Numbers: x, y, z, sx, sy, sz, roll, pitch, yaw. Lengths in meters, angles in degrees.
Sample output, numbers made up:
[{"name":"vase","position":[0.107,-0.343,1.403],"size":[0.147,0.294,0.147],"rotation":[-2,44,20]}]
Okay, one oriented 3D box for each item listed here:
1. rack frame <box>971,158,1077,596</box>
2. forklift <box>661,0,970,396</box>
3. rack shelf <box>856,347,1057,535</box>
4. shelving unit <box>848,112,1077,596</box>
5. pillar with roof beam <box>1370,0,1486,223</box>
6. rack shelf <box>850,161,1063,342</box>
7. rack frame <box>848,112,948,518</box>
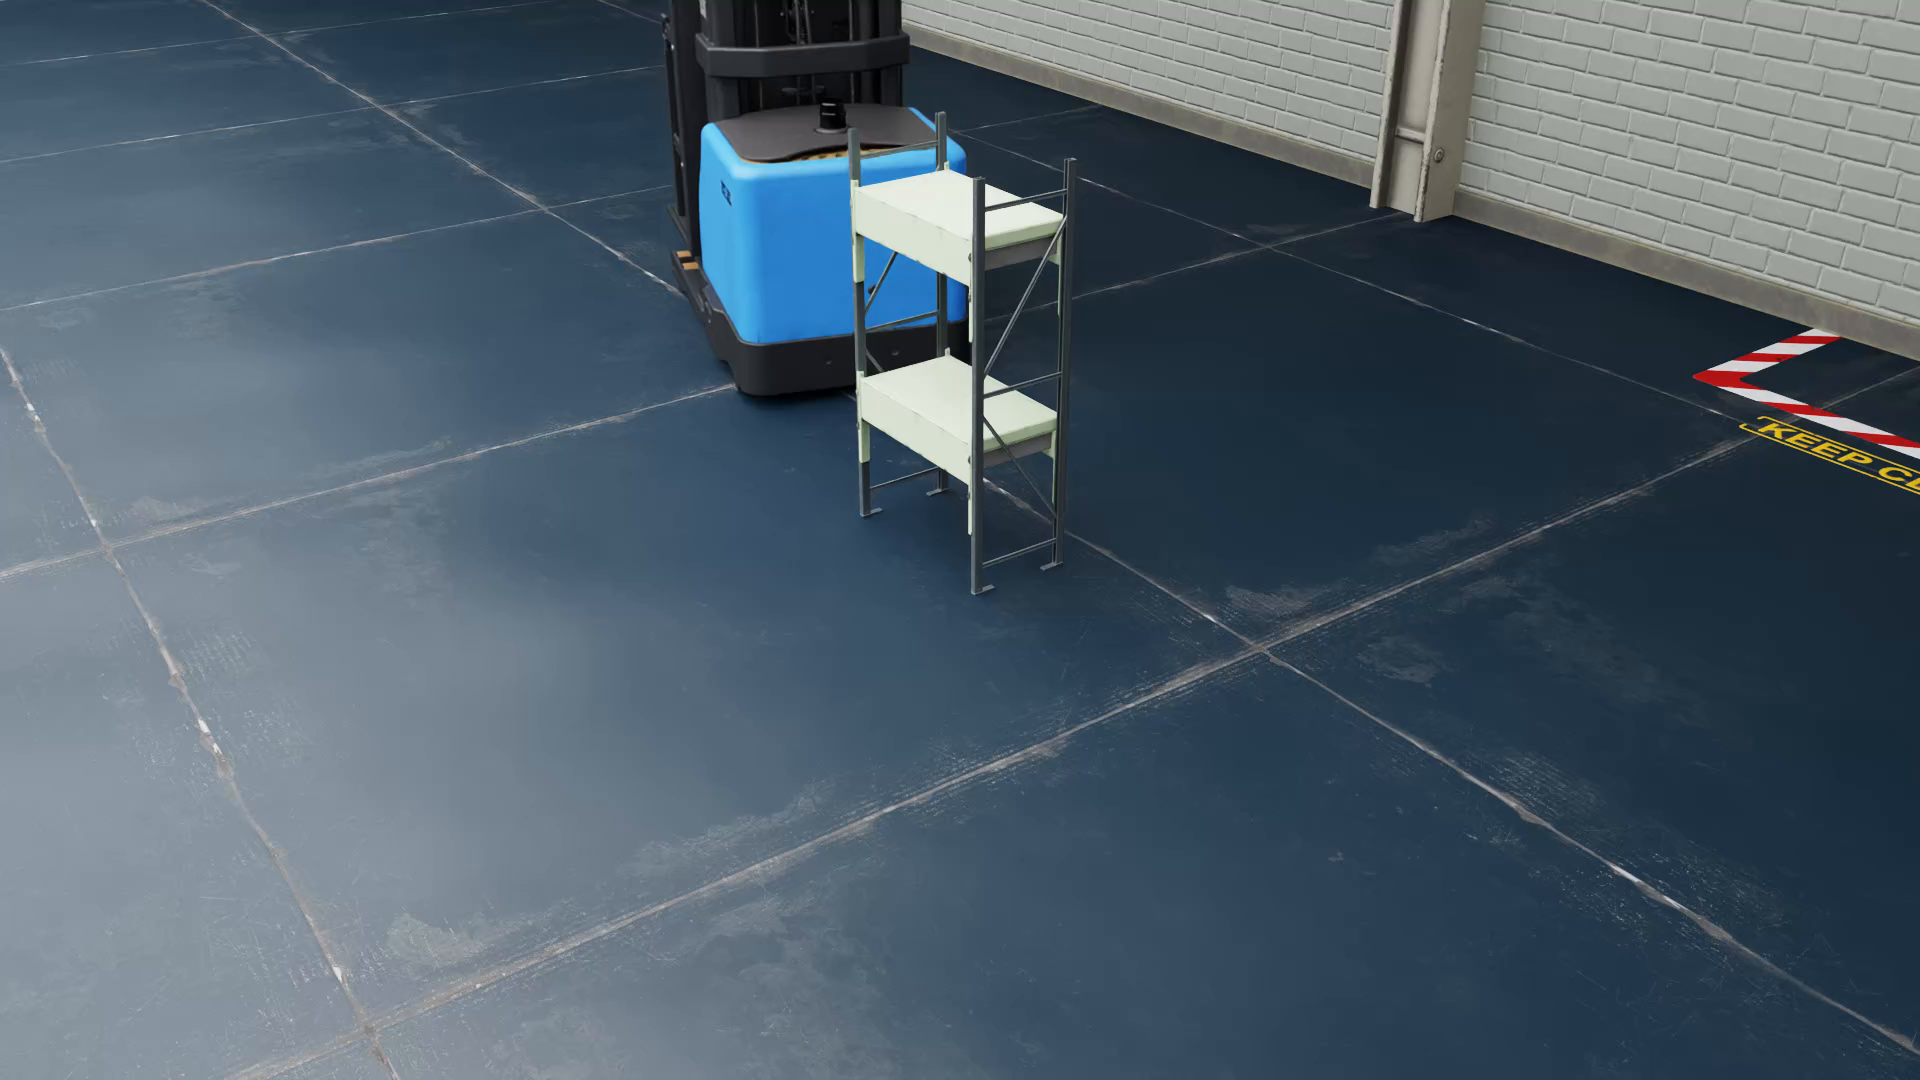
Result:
[{"name":"rack frame","position":[0.208,-0.519,5.635],"size":[0.400,1.500,0.023],"rotation":[-19,34,-31]},{"name":"forklift","position":[-0.886,-2.604,7.974],"size":[1.130,2.935,3.031],"rotation":[-9,30,-15]},{"name":"rack shelf","position":[-0.004,-0.375,6.052],"size":[0.431,0.370,0.720],"rotation":[-19,34,-31]},{"name":"shelving unit","position":[-0.004,-0.662,5.897],"size":[0.431,1.500,0.755],"rotation":[-19,34,-31]},{"name":"pillar with roof beam","position":[-0.828,-4.720,5.513],"size":[9.100,9.000,0.400],"rotation":[-19,34,-31]},{"name":"rack shelf","position":[-0.004,-1.005,5.711],"size":[0.431,0.370,0.720],"rotation":[-19,34,-31]},{"name":"rack frame","position":[-0.216,-0.804,6.159],"size":[0.400,1.500,0.023],"rotation":[-19,34,-31]}]
